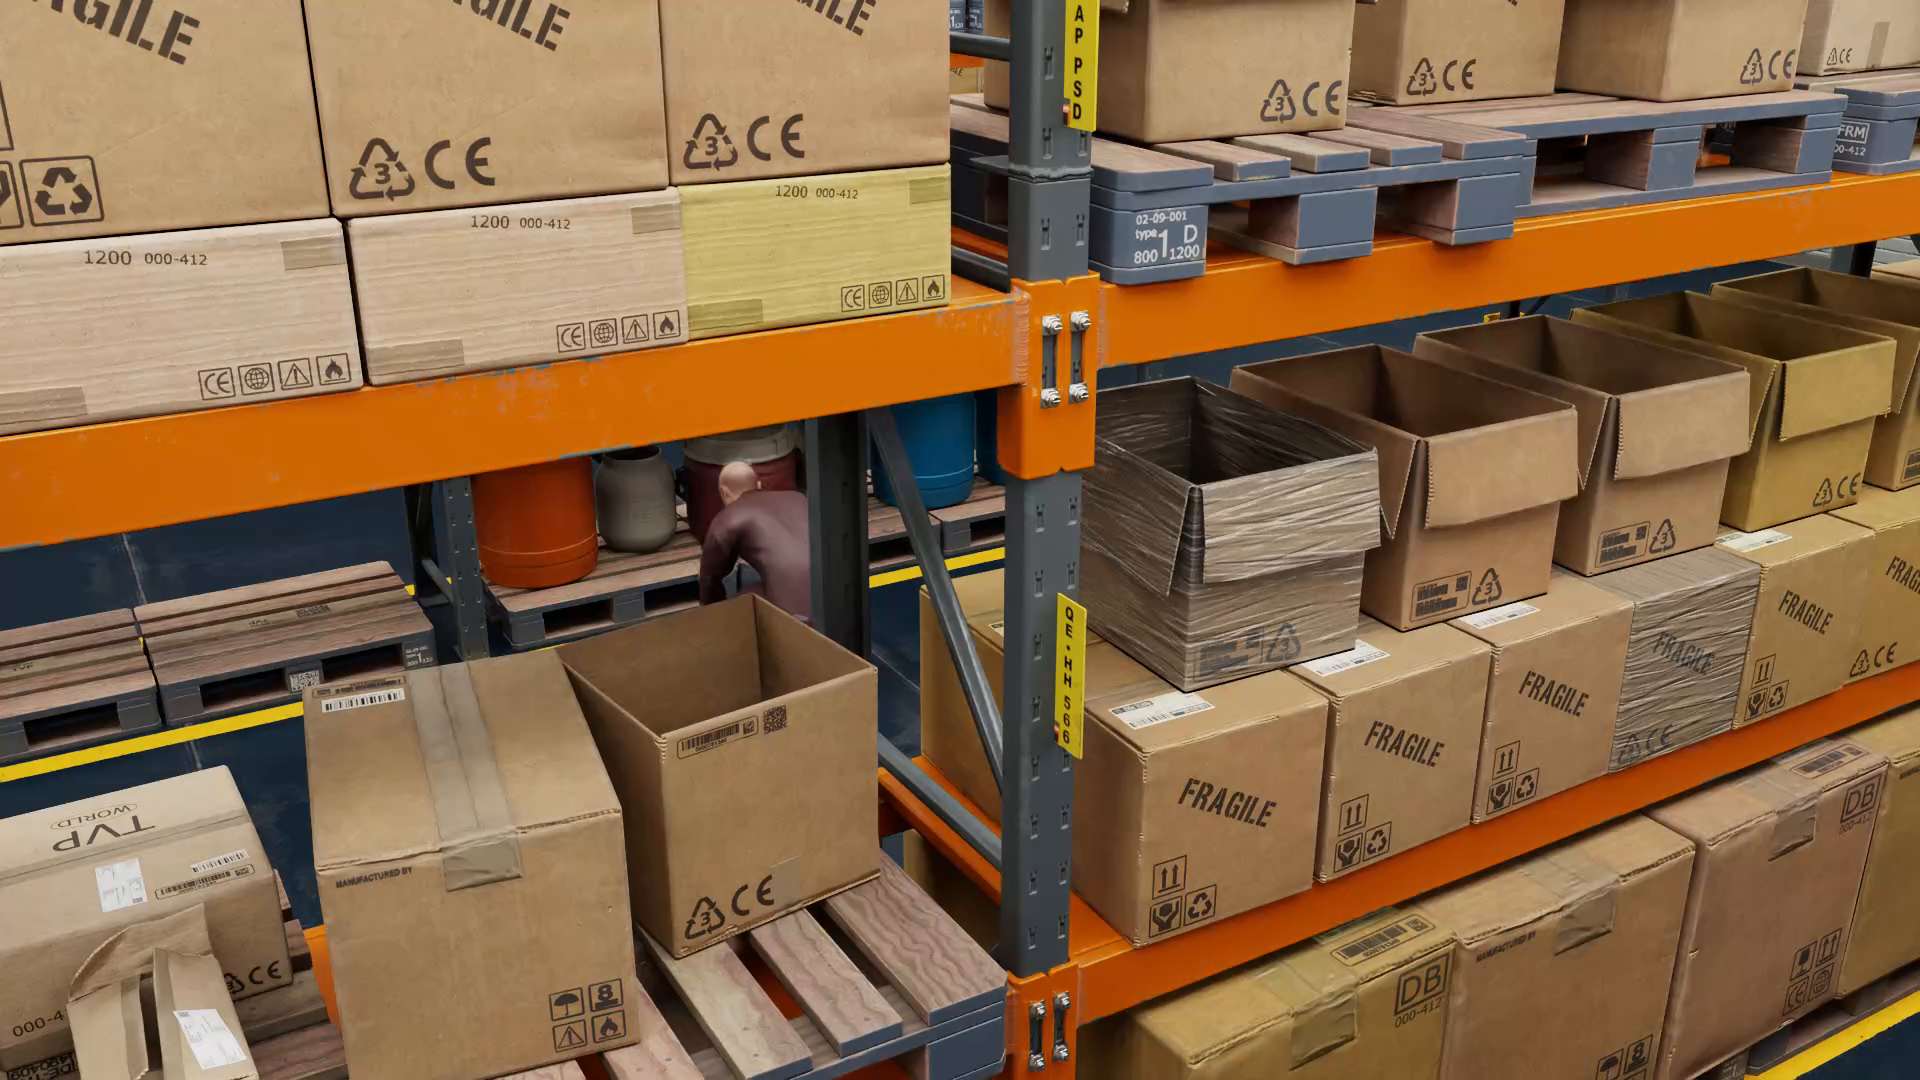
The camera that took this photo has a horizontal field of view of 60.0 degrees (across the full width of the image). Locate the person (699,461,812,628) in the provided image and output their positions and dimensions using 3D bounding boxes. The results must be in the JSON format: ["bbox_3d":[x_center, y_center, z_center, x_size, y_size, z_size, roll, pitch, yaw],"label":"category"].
[{"bbox_3d":[-0.814,0.247,7.470,0.614,1.054,0.880,-12,25,-28],"label":"person"}]
